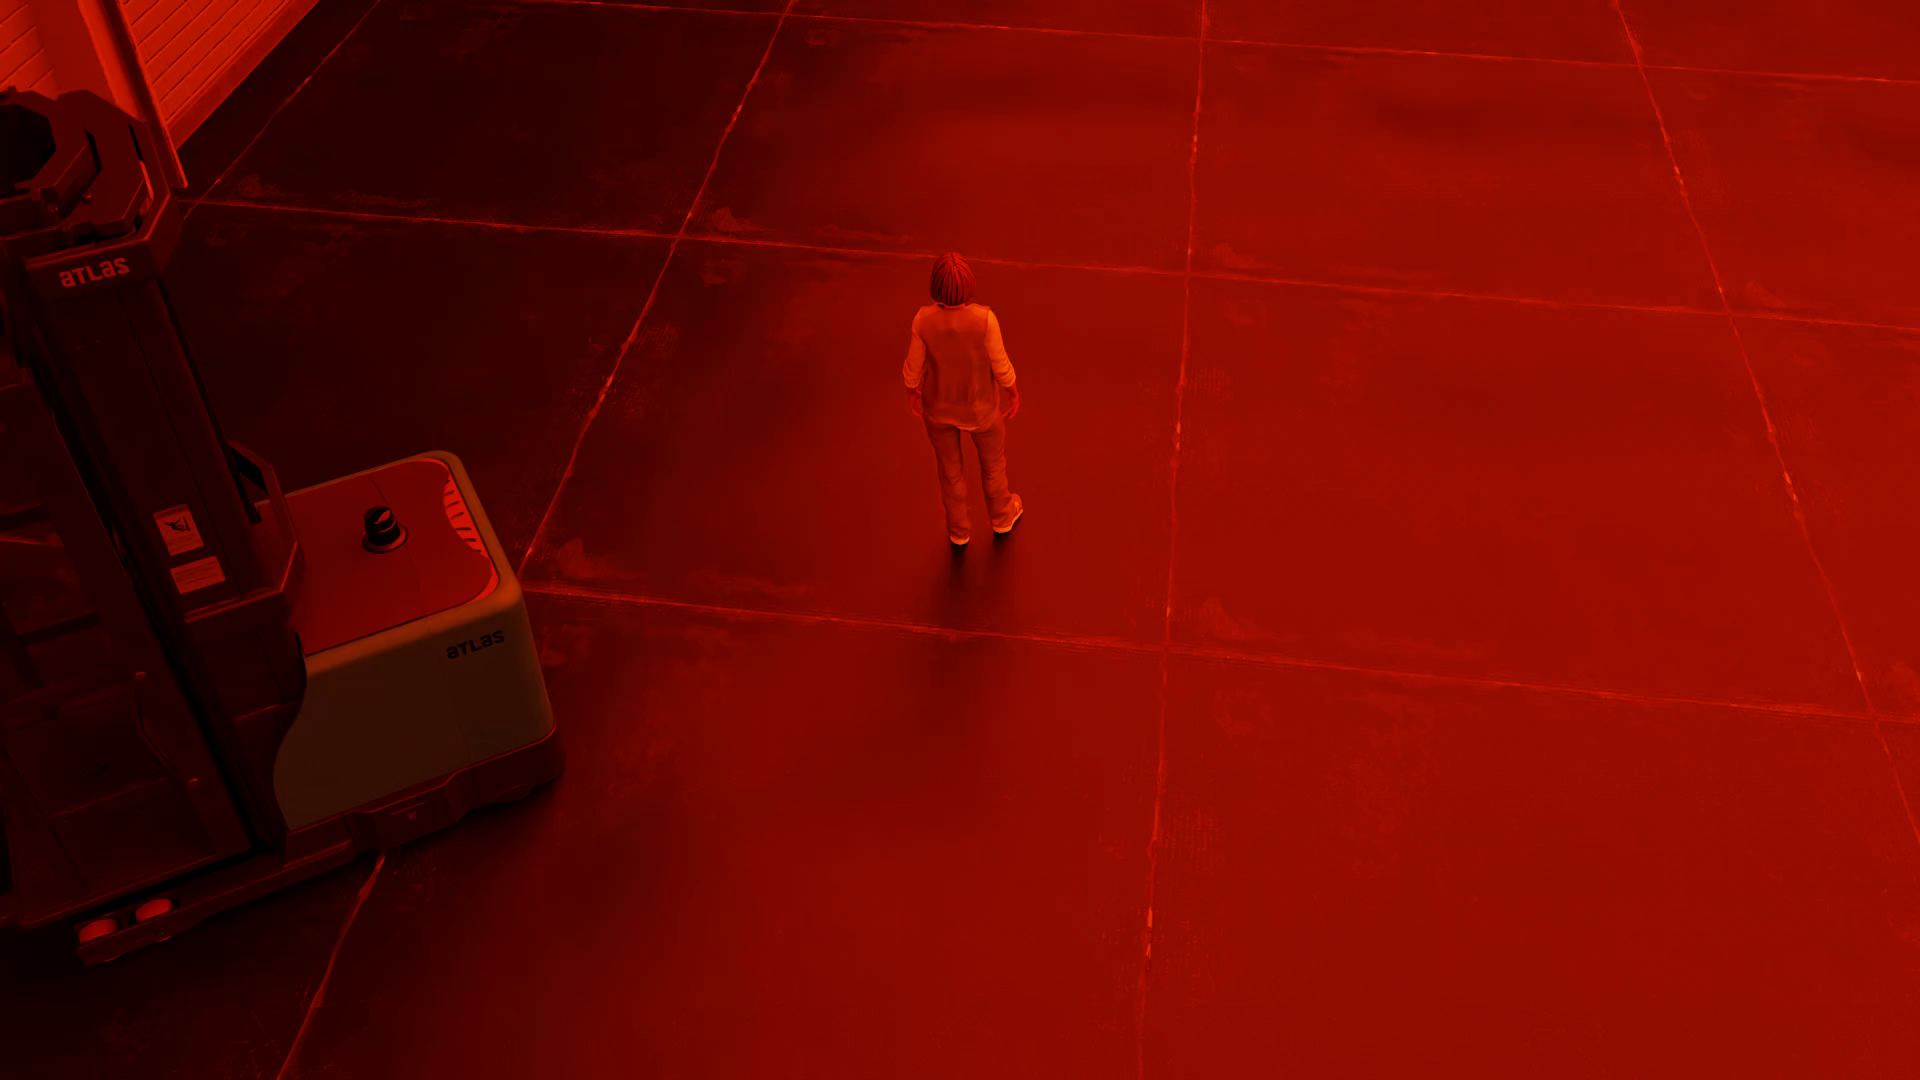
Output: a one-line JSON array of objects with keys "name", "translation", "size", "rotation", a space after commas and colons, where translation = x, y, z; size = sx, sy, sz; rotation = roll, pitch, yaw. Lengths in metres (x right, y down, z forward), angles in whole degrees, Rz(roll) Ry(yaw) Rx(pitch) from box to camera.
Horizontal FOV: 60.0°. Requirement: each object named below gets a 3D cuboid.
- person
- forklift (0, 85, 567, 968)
[{"name": "person", "translation": [0.024, -0.636, 7.403], "size": [0.521, 1.582, 0.475], "rotation": [5, 43, 6]}, {"name": "forklift", "translation": [-3.155, 0.078, 5.640], "size": [3.031, 2.935, 1.130], "rotation": [-20, 46, -20]}]
